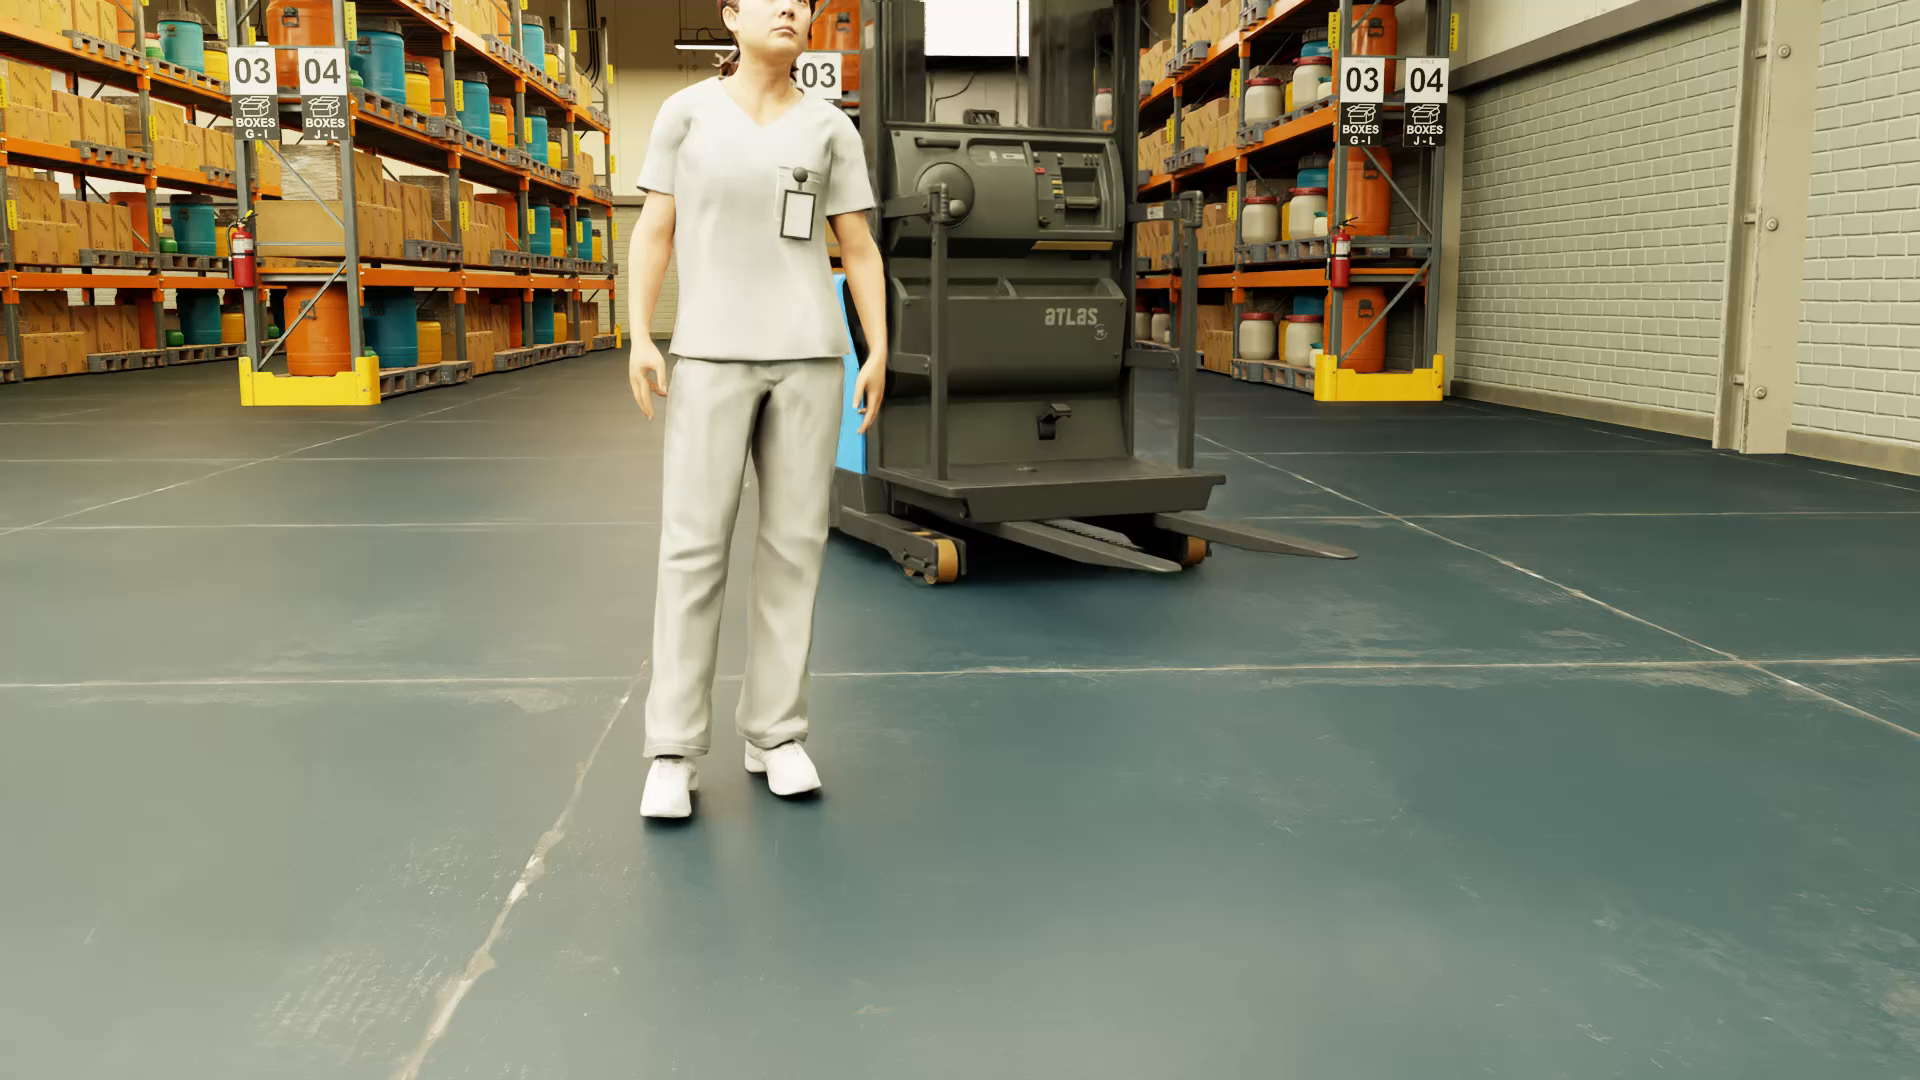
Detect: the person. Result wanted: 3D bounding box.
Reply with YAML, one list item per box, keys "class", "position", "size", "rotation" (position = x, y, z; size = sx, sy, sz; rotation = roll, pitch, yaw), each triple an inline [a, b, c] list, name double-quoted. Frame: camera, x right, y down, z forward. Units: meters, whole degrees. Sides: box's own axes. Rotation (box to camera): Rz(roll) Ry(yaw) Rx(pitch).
- class: "person"
  position: [-0.395, -0.333, 3.305]
  size: [0.545, 1.676, 0.546]
  rotation: [-2, 9, -15]

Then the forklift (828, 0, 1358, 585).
- class: "forklift"
  position: [0.273, -1.364, 6.017]
  size: [1.130, 2.935, 3.031]
  rotation: [-4, 9, -24]
